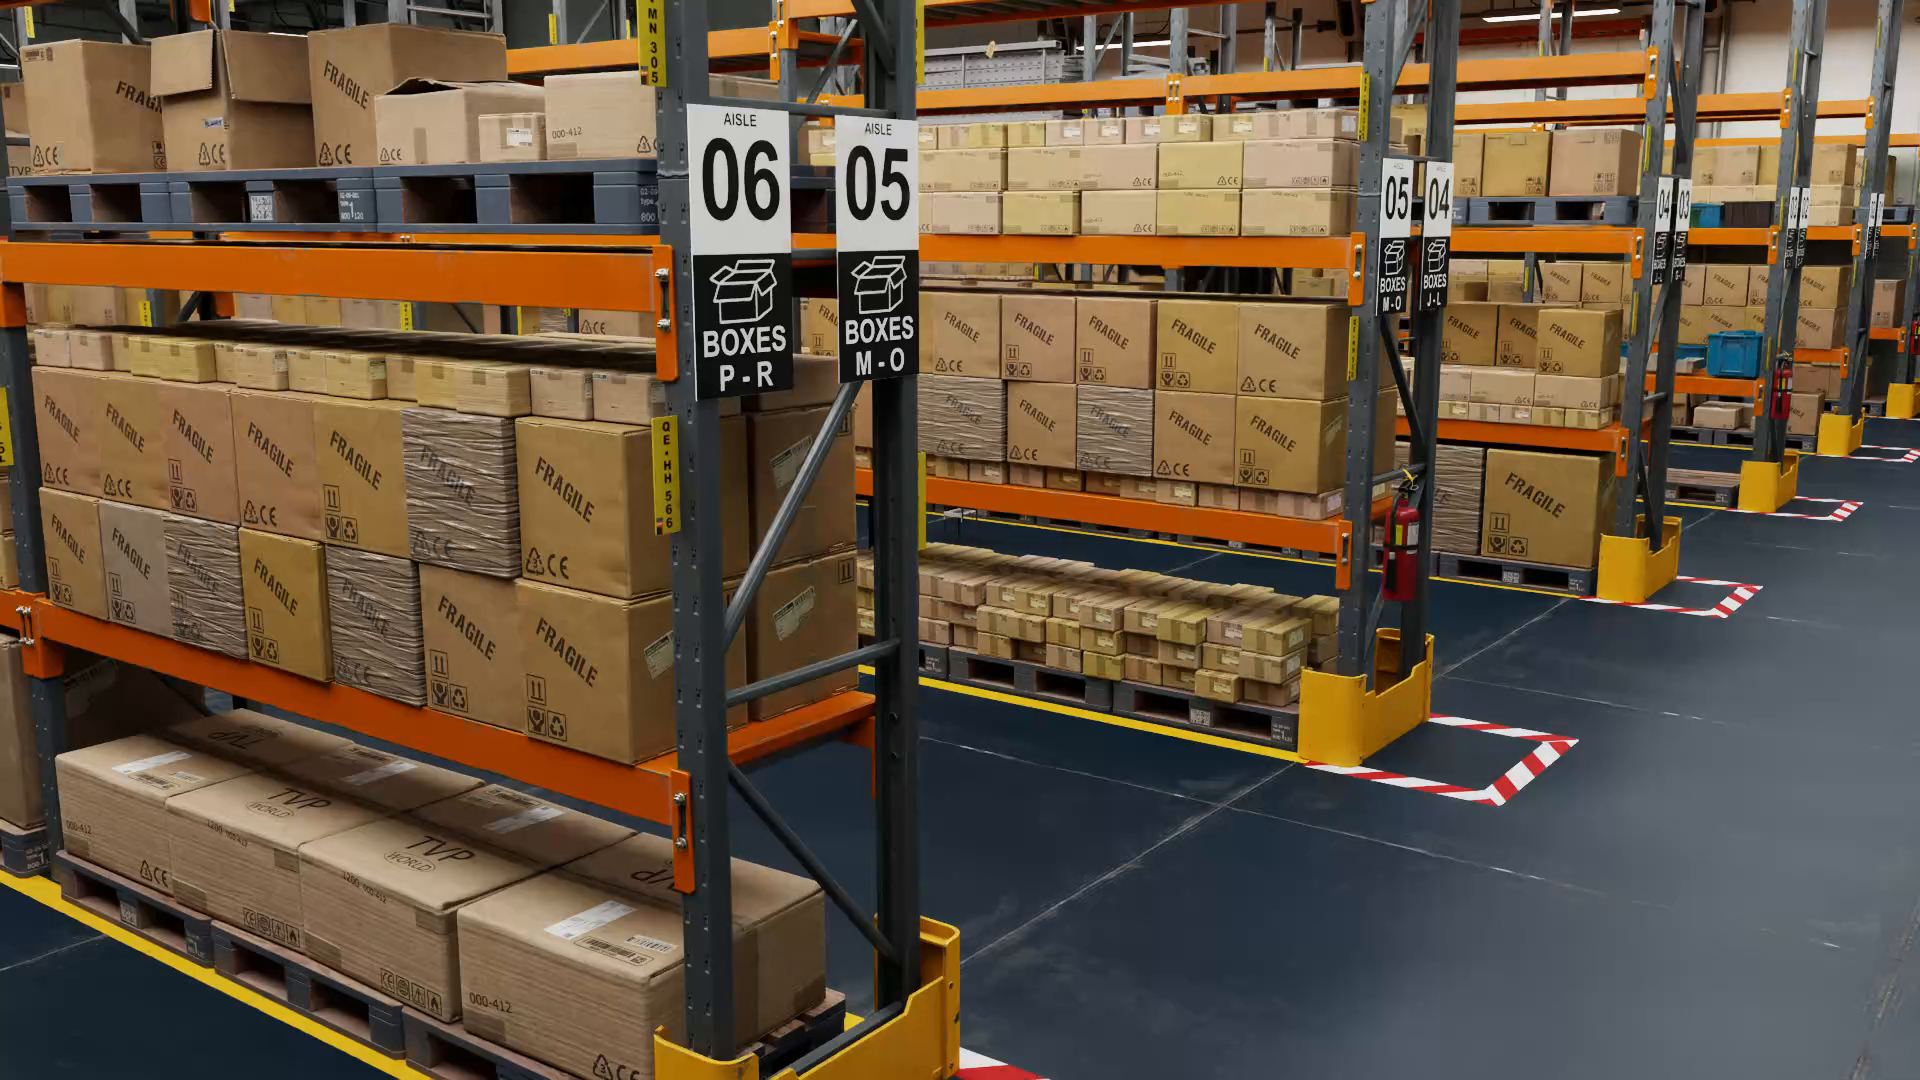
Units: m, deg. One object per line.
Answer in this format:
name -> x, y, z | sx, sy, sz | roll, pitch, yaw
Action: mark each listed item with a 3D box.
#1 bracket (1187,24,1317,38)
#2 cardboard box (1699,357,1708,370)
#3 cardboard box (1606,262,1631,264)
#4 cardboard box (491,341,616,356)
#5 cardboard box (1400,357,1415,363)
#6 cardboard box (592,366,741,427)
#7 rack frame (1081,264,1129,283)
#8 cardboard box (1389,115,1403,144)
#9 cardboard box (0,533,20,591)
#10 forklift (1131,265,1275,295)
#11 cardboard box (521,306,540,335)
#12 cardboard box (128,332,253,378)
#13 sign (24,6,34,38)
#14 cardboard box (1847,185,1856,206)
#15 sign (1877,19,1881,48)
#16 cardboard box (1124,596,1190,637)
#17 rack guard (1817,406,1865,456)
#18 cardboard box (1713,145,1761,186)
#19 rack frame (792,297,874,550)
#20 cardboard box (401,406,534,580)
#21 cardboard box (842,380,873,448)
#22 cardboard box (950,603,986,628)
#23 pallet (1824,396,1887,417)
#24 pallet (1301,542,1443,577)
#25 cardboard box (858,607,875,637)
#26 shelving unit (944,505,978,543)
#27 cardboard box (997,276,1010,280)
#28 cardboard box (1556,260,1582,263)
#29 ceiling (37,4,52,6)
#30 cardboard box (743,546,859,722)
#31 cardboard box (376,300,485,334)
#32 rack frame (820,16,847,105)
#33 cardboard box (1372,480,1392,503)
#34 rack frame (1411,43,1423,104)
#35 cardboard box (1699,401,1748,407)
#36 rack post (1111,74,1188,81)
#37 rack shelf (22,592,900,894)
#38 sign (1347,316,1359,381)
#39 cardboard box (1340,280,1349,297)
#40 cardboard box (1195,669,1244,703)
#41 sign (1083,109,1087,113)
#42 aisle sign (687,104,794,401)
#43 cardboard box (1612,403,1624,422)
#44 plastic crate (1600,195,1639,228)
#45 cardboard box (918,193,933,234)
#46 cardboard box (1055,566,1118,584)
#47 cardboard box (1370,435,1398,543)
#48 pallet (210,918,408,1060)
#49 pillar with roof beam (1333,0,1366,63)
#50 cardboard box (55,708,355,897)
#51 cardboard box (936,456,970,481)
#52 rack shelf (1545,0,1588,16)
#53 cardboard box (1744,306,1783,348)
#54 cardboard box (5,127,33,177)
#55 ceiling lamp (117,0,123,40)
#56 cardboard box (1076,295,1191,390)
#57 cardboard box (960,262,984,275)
bracket -> 4.565, -9.542, 31.405 | 4.783, 0.066, 0.076 | 8, 13, 36
cardboard box -> 11.904, -2.640, 26.472 | 0.500, 0.500, 0.700 | 8, 13, 35
cardboard box -> 9.006, -3.524, 22.674 | 0.500, 0.500, 0.500 | 8, 13, 34
cardboard box -> -1.461, -0.630, 6.006 | 0.250, 0.149, 0.380 | 8, 14, 36
cardboard box -> 3.911, -1.433, 14.371 | 0.500, 0.250, 0.500 | 8, 13, 34
cardboard box -> -0.886, -0.444, 5.043 | 0.250, 0.149, 0.380 | 8, 14, 36
rack frame -> 1.871, -2.750, 21.570 | 0.127, 3.000, 1.000 | 8, 13, 36
cardboard box -> 2.244, -2.256, 9.147 | 0.250, 0.149, 0.380 | 8, 13, 35
cardboard box -> -4.213, 0.036, 7.559 | 0.500, 0.250, 0.500 | 8, 13, 34
forklift -> 2.450, -1.926, 17.491 | 3.031, 2.935, 1.130 | 9, 14, 38
cardboard box -> -4.993, -2.759, 20.566 | 0.500, 0.500, 0.875 | 8, 13, 36
cardboard box -> -2.990, -0.723, 6.484 | 0.250, 0.149, 0.380 | 8, 13, 35
sign -> -10.193, -5.668, 18.188 | 0.005, 0.325, 0.100 | 8, 13, 36
cardboard box -> 10.994, -4.351, 21.025 | 0.500, 0.250, 0.500 | 8, 13, 36
sign -> 10.909, -6.008, 19.737 | 0.005, 0.325, 0.100 | 8, 13, 36
cardboard box -> 1.170, 0.450, 9.859 | 0.250, 0.149, 0.380 | 7, 13, 33
rack guard -> 11.193, -1.390, 21.120 | 0.348, 0.500, 1.175 | 8, 13, 36
cardboard box -> 10.011, -4.786, 21.298 | 0.500, 0.500, 0.700 | 8, 13, 36
rack frame -> -0.854, -0.795, 11.460 | 0.127, 3.000, 1.000 | 8, 13, 36
cardboard box -> -1.446, -0.188, 5.427 | 0.500, 0.500, 0.500 | 8, 14, 36
cardboard box -> -0.604, -0.895, 10.935 | 0.500, 0.500, 0.500 | 8, 13, 35
cardboard box -> 0.147, 0.445, 10.672 | 0.250, 0.149, 0.380 | 9, 14, 38
pallet -> 13.493, -2.077, 25.428 | 1.213, 0.211, 1.003 | 8, 13, 36
pallet -> 3.718, 0.061, 14.378 | 1.213, 0.211, 1.003 | 8, 13, 36
cardboard box -> -0.536, 0.519, 11.070 | 0.250, 0.149, 0.380 | 8, 14, 37
shelving unit -> 0.007, -0.441, 15.160 | 0.210, 0.900, 0.258 | 8, 13, 36
cardboard box -> 0.826, -4.381, 28.025 | 0.250, 0.149, 0.380 | 7, 13, 34
cardboard box -> 10.025, -4.463, 27.348 | 0.500, 0.250, 0.500 | 8, 14, 37
ceiling -> -26.061, -14.855, 44.654 | 6.000, 0.001, 6.000 | 8, 13, 36
cardboard box -> -0.695, 0.277, 5.656 | 0.500, 0.500, 0.500 | 8, 13, 35
cardboard box -> -4.434, -1.836, 13.948 | 0.500, 0.500, 0.700 | 8, 13, 35
rack frame -> -1.060, -4.938, 17.081 | 0.127, 3.000, 1.000 | 8, 13, 36
cardboard box -> 2.303, -0.308, 9.607 | 0.250, 0.149, 0.380 | 8, 13, 35
rack frame -> 7.735, -7.213, 28.840 | 0.127, 3.000, 1.000 | 8, 13, 36
cardboard box -> 10.178, -1.692, 22.179 | 0.500, 0.250, 0.500 | 8, 13, 36
rack post -> 2.480, -5.584, 20.619 | 0.937, 0.300, 0.954 | 8, 13, 36
rack shelf -> -2.090, 0.553, 6.390 | 4.000, 0.370, 1.077 | 8, 13, 36
sign -> 2.026, -0.986, 8.567 | 0.005, 0.325, 0.100 | 8, 13, 36
cardboard box -> 6.005, -3.578, 24.479 | 0.700, 0.500, 0.500 | -10, 15, -42
cardboard box -> 1.555, 0.808, 9.576 | 0.250, 0.149, 0.380 | 8, 14, 37
sign -> 1.551, -5.452, 20.591 | 0.005, 0.325, 0.100 | 8, 13, 36
aisle sign -> -0.604, -0.796, 4.625 | 0.004, 0.787, 0.394 | 8, 13, 36
cardboard box -> 5.297, -1.060, 13.493 | 0.250, 0.149, 0.380 | 8, 14, 36
plastic crate -> 7.251, -3.507, 17.747 | 0.767, 0.338, 0.504 | 8, 13, 36
cardboard box -> -0.228, -2.046, 10.427 | 0.500, 0.250, 0.500 | 8, 13, 35
cardboard box -> 0.817, 0.287, 10.702 | 0.250, 0.149, 0.380 | 8, 14, 36
cardboard box -> 3.374, -0.518, 14.518 | 0.875, 0.875, 0.875 | 8, 13, 36
pallet -> -2.148, 1.578, 6.536 | 1.213, 0.211, 1.003 | 8, 13, 36
pillar with roof beam -> 4.651, -6.832, 26.873 | 0.548, 9.000, 9.100 | 8, 13, 36
cardboard box -> -3.260, 1.113, 7.237 | 0.875, 0.438, 0.875 | 8, 13, 35
cardboard box -> 0.059, -0.480, 10.494 | 0.250, 0.149, 0.380 | 8, 14, 37
rack shelf -> 9.642, -7.058, 21.183 | 4.000, 0.370, 1.077 | 8, 13, 36
cardboard box -> 10.312, -2.724, 21.172 | 0.500, 0.500, 0.500 | 8, 14, 36
cardboard box -> -4.537, -1.727, 7.513 | 0.500, 0.311, 0.500 | 8, 13, 36
ceiling lamp -> -21.638, -13.210, 44.475 | 0.800, 3.185, 2.000 | 8, 13, 36
cardboard box -> 1.021, -1.158, 9.661 | 0.500, 0.500, 0.500 | 9, 14, 38
cardboard box -> 0.410, -4.806, 28.516 | 0.500, 0.500, 0.700 | 8, 13, 36
